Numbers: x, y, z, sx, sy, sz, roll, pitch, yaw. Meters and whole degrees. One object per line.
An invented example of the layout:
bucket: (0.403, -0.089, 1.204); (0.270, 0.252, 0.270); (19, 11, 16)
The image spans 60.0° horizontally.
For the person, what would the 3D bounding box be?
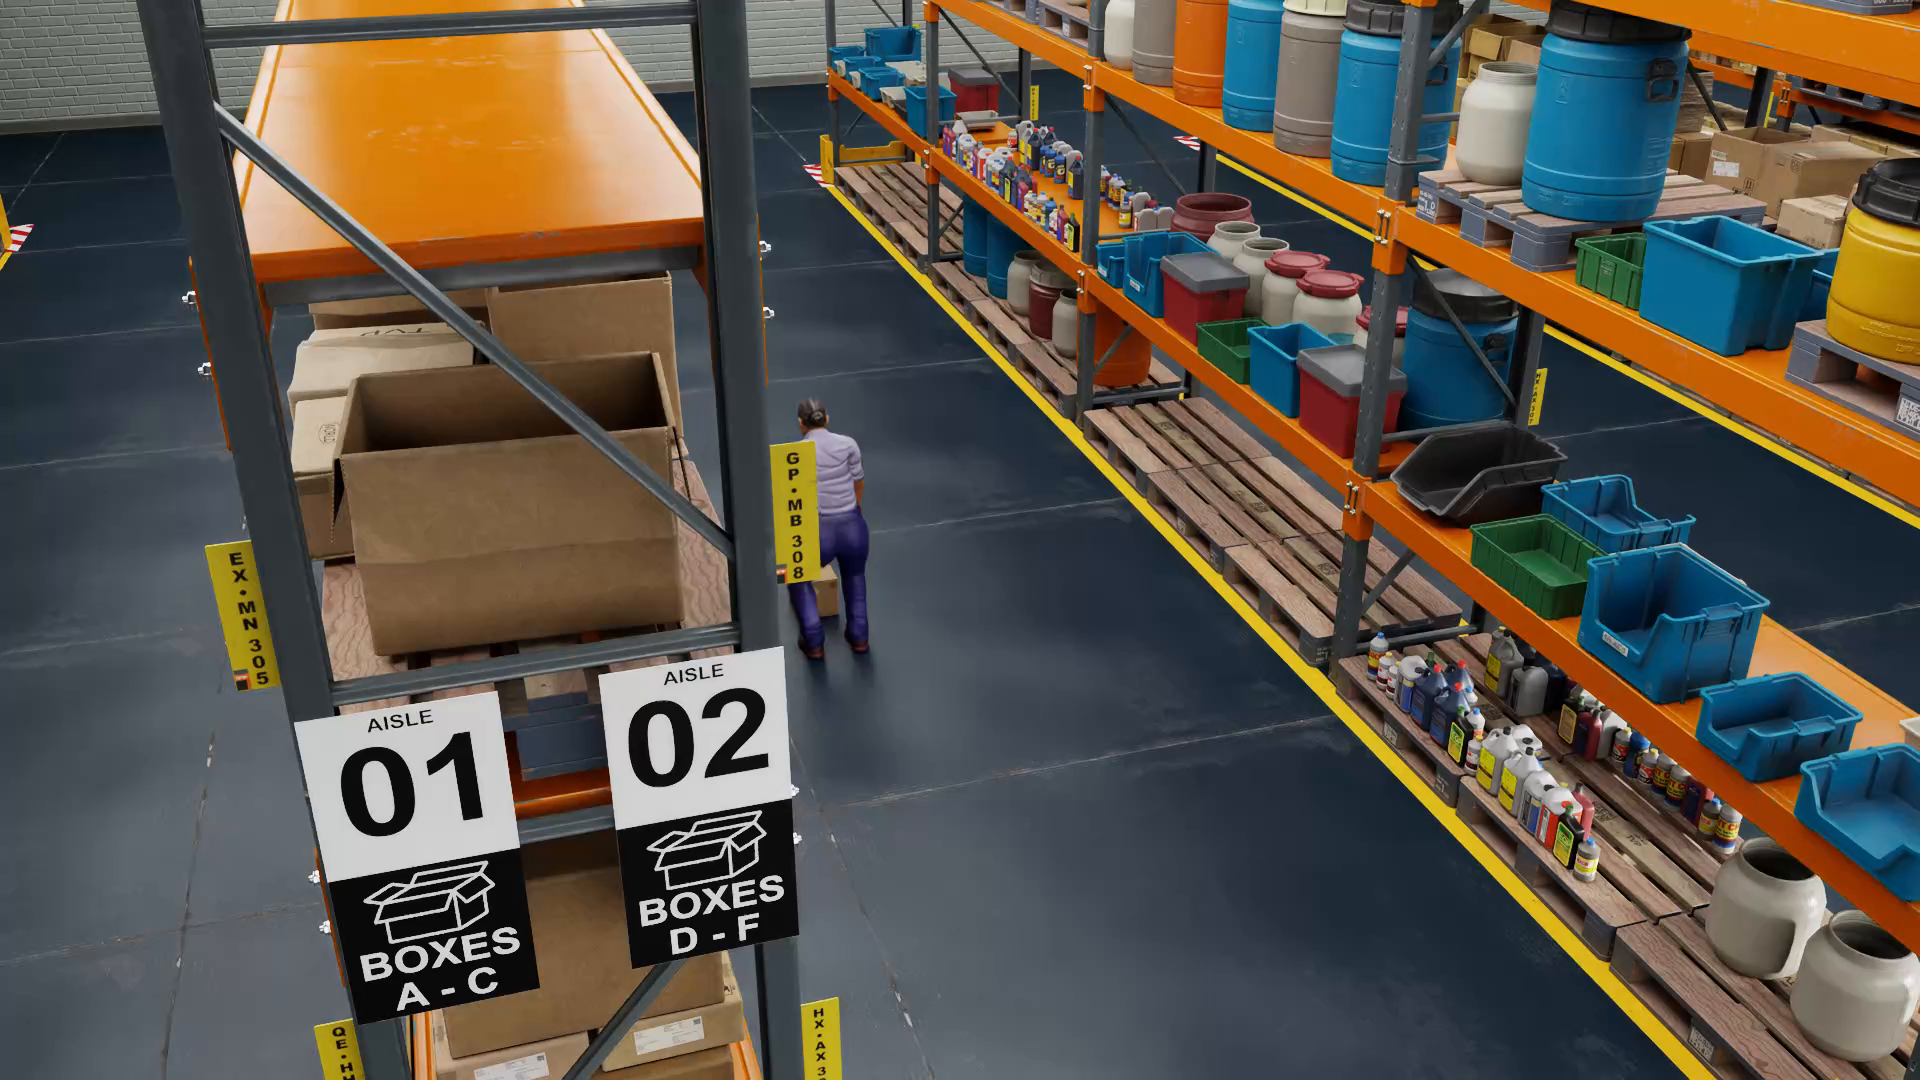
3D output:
person: (-0.789, -0.044, 9.603); (0.519, 1.528, 0.507); (-8, 28, -15)
